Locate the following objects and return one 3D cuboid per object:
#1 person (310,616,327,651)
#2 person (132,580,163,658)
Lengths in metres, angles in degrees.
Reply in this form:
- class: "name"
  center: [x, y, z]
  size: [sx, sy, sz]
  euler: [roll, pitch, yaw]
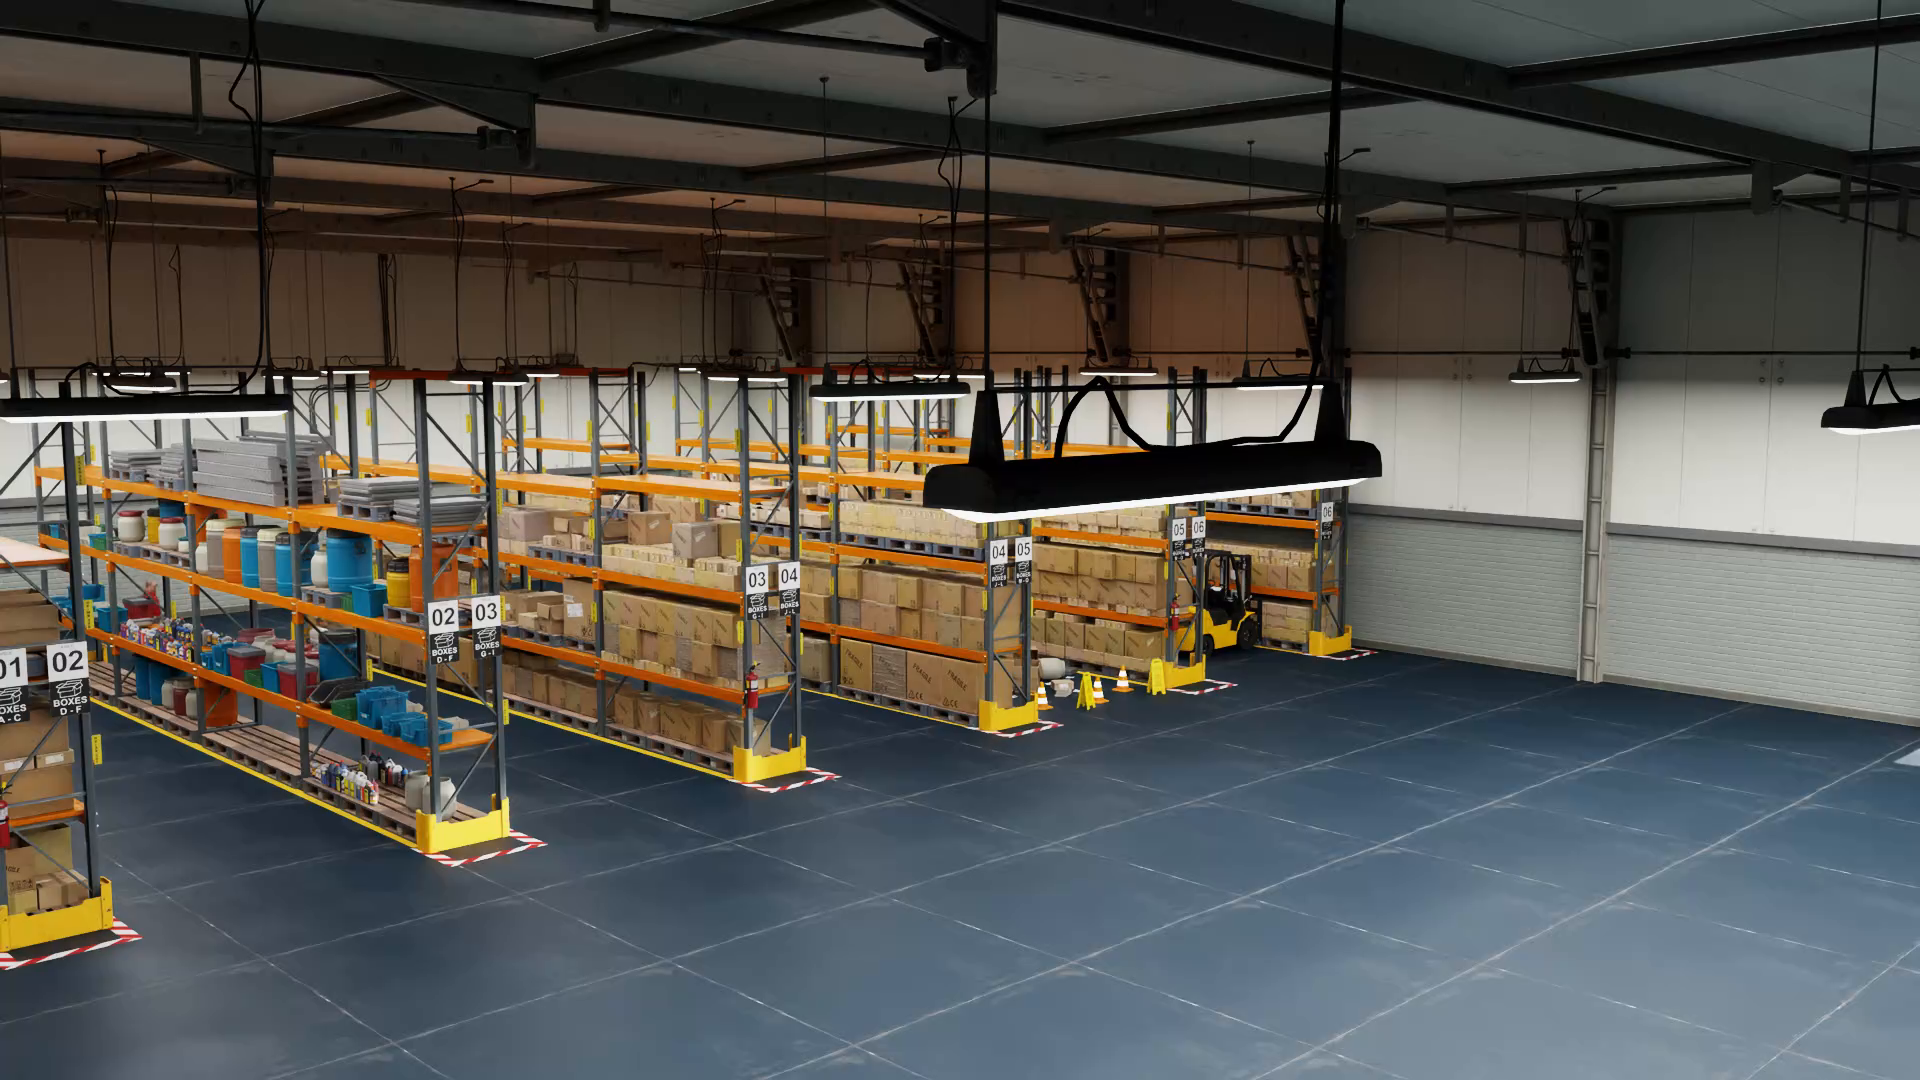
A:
- class: "person"
  center: [-11.219, 2.150, 29.307]
  size: [0.515, 1.768, 0.410]
  euler: [3, 7, 27]
- class: "person"
  center: [-16.533, 1.654, 34.068]
  size: [1.055, 1.671, 0.571]
  euler: [2, 7, 17]
